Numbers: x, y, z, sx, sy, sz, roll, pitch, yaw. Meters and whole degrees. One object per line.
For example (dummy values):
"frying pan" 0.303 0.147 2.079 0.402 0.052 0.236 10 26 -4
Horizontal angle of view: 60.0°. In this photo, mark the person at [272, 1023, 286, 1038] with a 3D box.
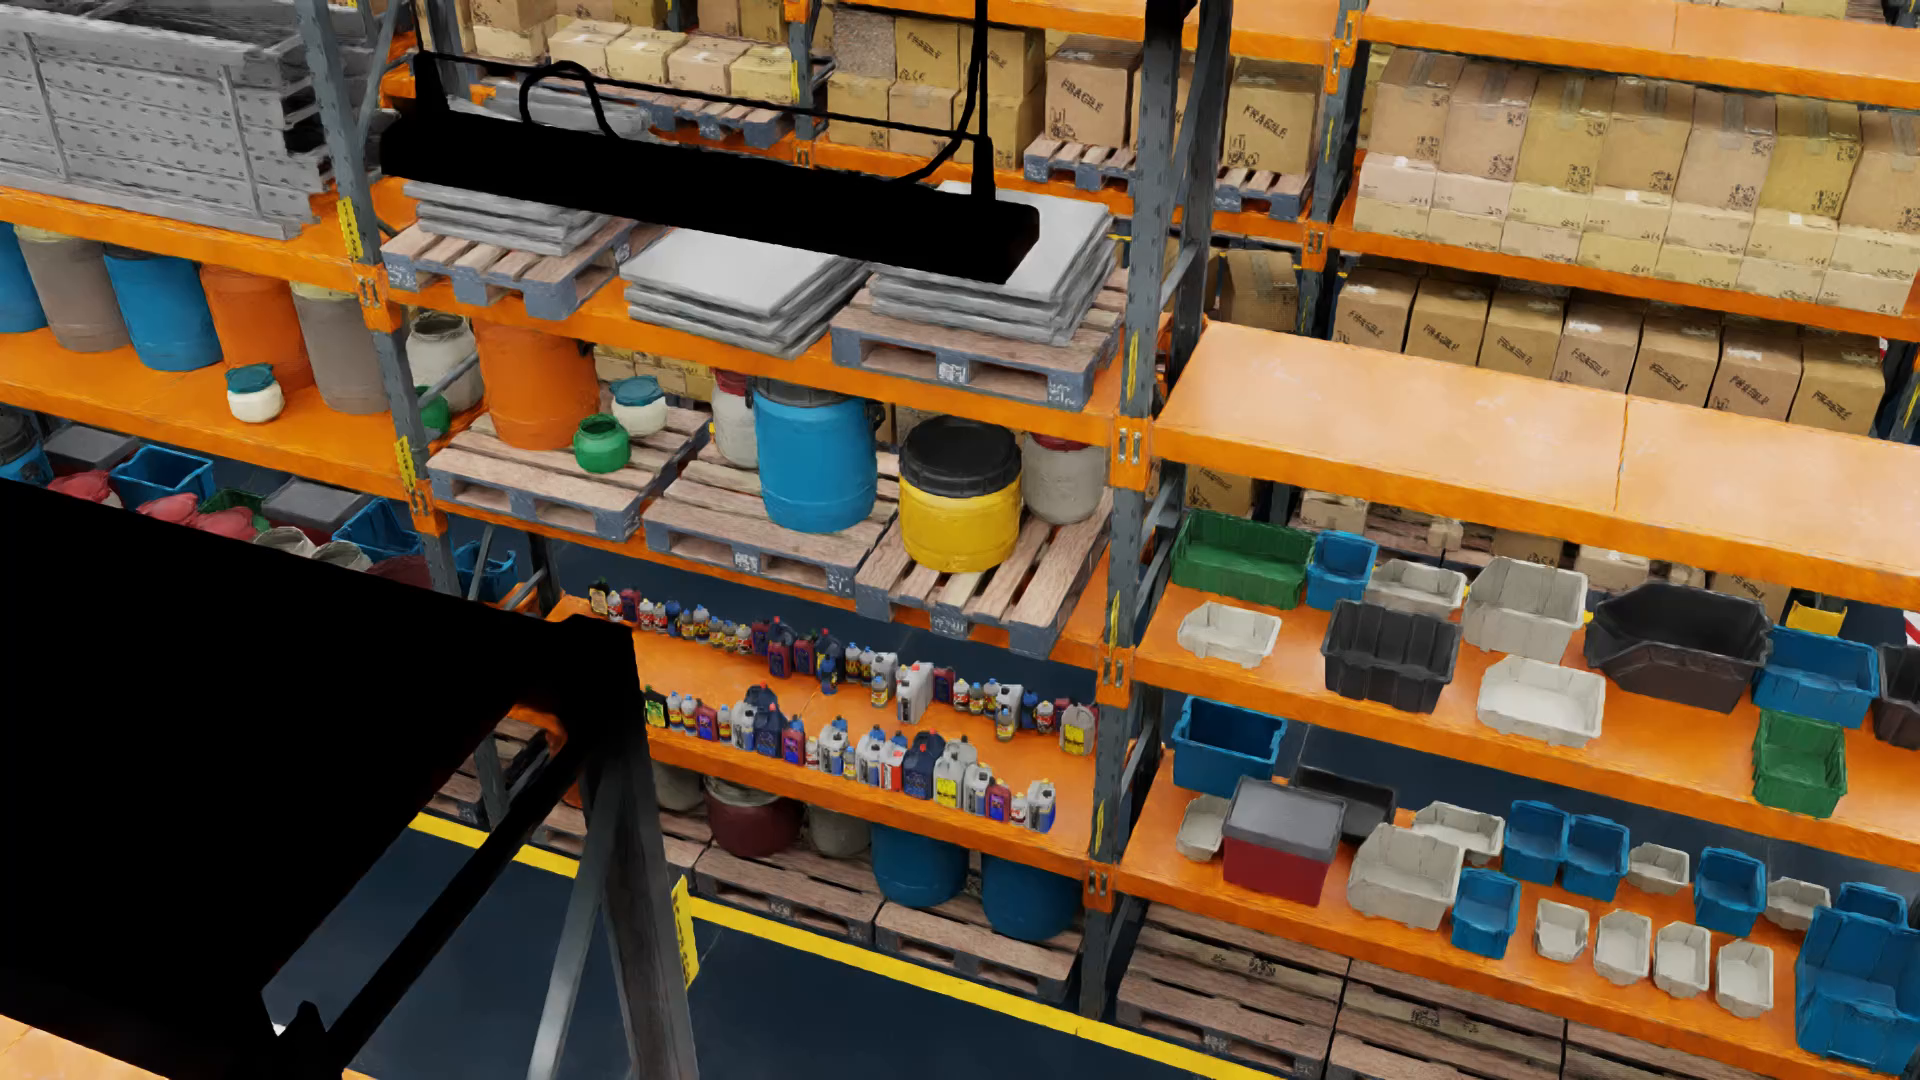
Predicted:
"person" -3.351 2.855 8.079 1.122 1.706 0.566 14 39 18
